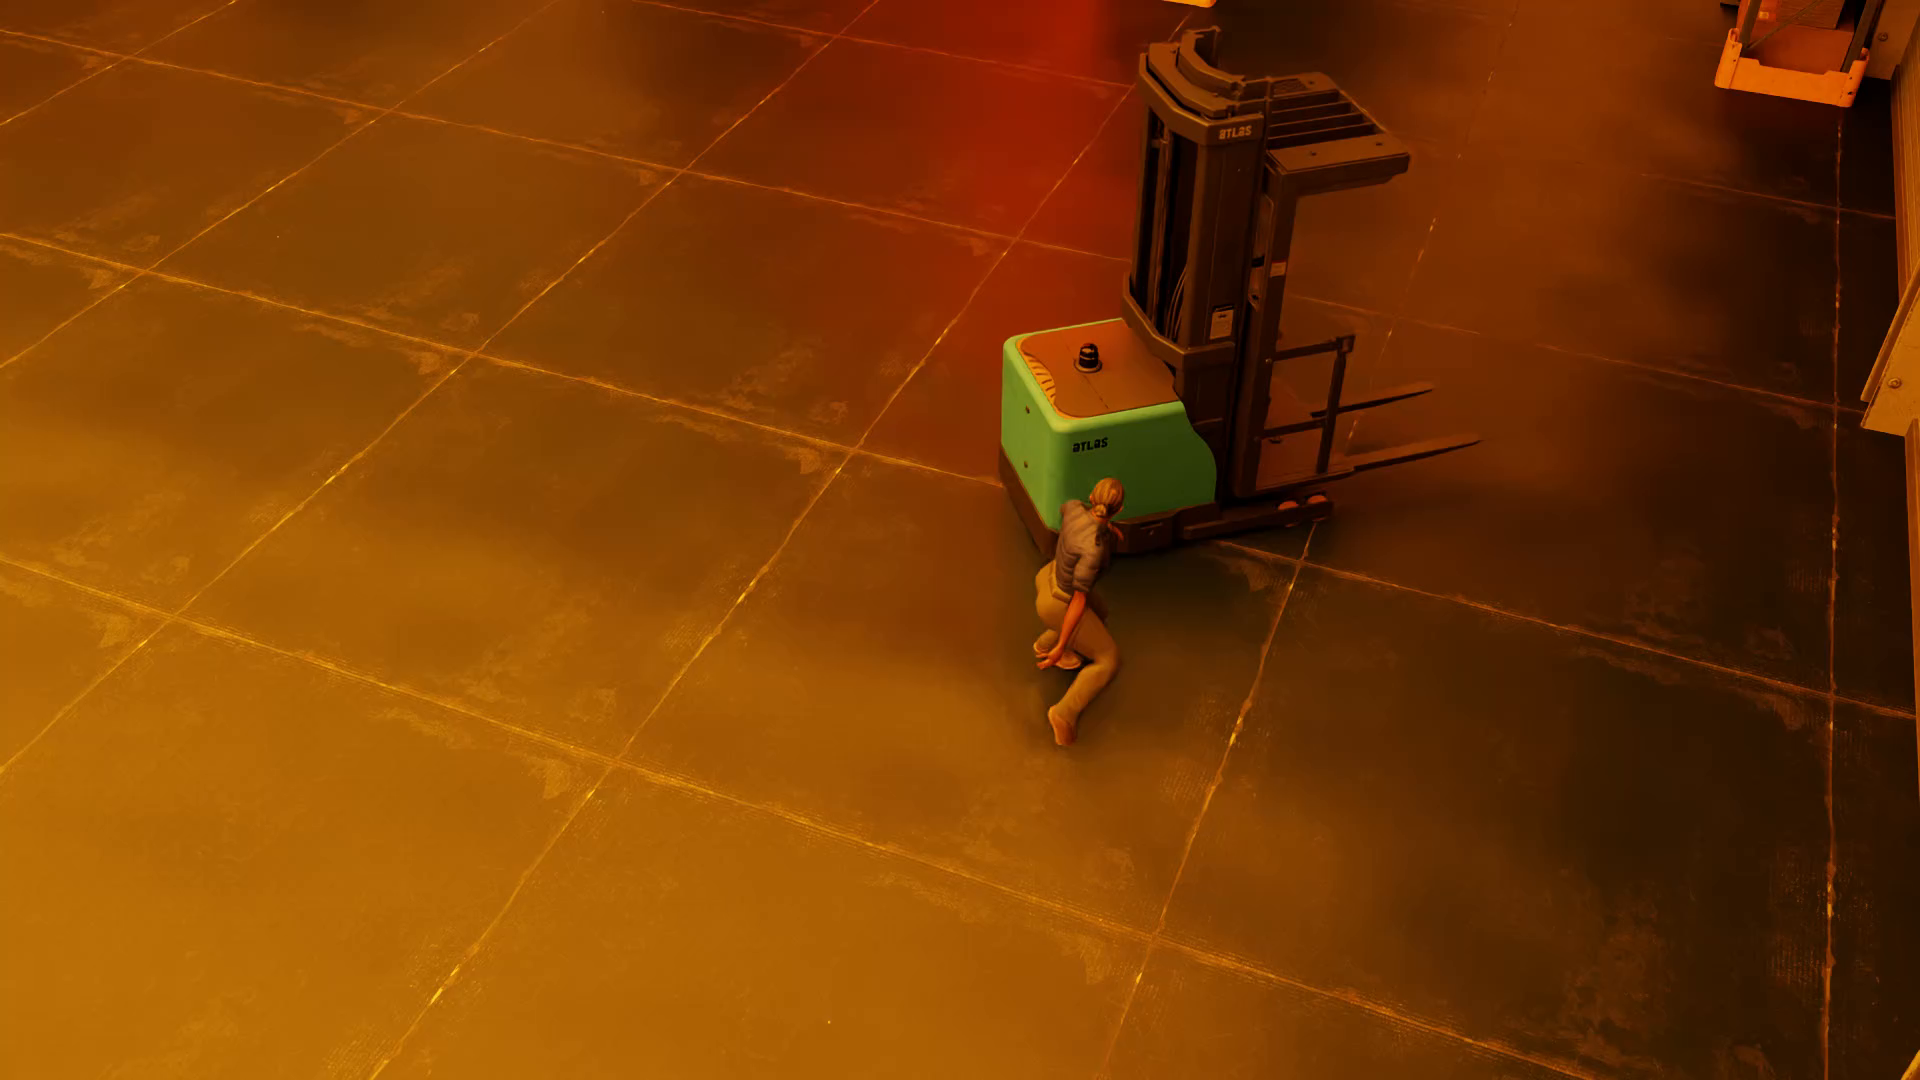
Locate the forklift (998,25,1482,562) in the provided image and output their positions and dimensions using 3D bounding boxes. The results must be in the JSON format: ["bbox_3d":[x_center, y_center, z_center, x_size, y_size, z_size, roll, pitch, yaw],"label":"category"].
[{"bbox_3d":[1.823,-1.519,9.821,3.031,2.935,1.130,-11,41,-13],"label":"forklift"}]

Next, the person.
[{"bbox_3d":[0.636,0.351,8.779,0.517,1.567,0.941,0,40,0],"label":"person"}]
